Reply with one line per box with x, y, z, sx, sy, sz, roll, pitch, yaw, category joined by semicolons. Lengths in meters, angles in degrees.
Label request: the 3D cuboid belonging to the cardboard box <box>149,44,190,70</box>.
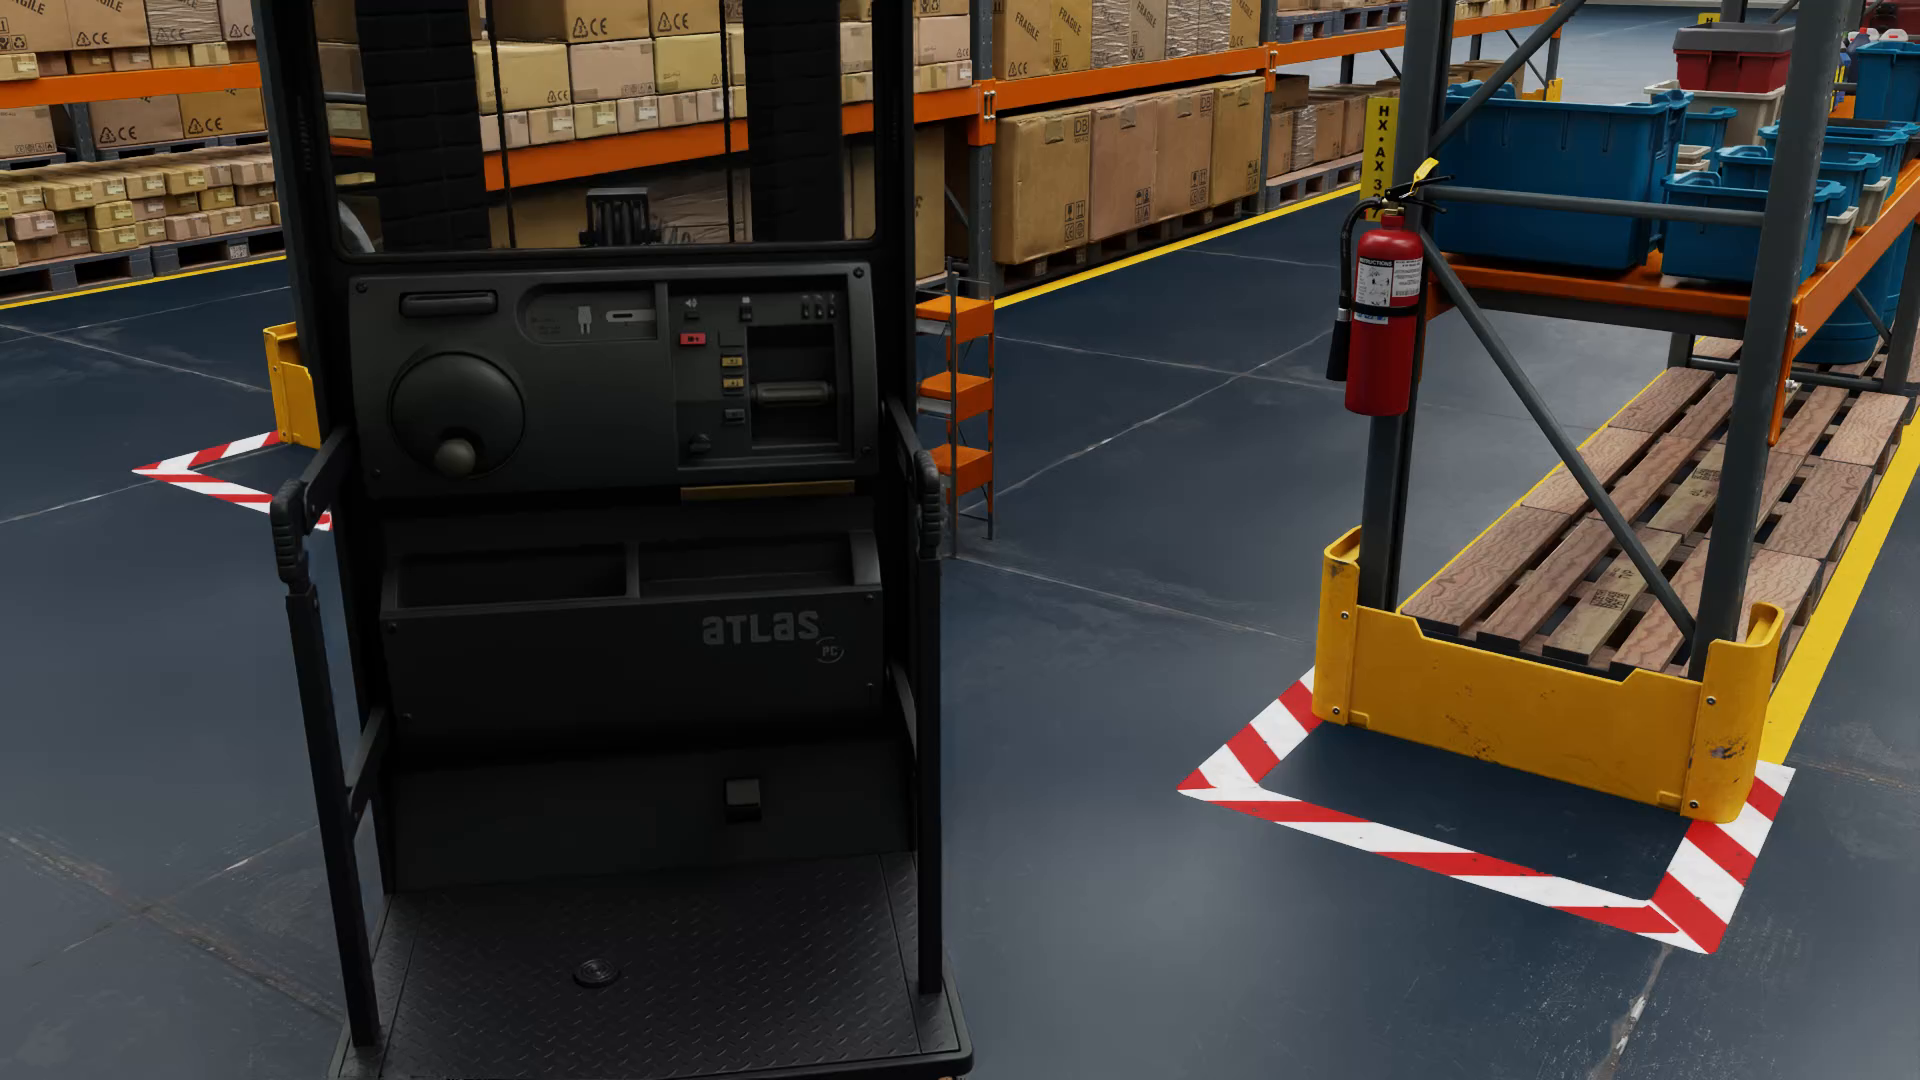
-5.261;-3.170;10.872;0.380;0.149;0.250;14;25;34;cardboard box

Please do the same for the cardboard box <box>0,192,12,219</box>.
-5.974;-2.024;10.059;0.380;0.149;0.250;12;23;29;cardboard box

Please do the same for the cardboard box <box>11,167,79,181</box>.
-6.034;-2.363;10.976;0.380;0.149;0.250;12;24;30;cardboard box

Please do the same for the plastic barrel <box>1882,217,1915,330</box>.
4.559;-1.555;8.564;0.600;0.901;0.708;13;24;32;plastic barrel

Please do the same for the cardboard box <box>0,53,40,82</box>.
-5.792;-2.860;10.035;0.380;0.149;0.250;12;24;30;cardboard box

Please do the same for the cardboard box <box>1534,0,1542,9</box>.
6.262;-6.002;18.529;0.380;0.149;0.250;13;24;32;cardboard box

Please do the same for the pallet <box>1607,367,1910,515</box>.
3.460;-0.460;7.204;1.003;0.211;1.213;13;24;32;pallet

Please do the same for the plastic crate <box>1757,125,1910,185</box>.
2.744;-1.173;5.266;0.416;0.233;0.300;13;24;32;plastic crate

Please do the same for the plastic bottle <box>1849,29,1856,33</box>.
5.356;-2.933;10.038;0.061;0.283;0.133;13;24;32;plastic bottle

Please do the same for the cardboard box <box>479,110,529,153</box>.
-2.031;-1.724;6.965;0.380;0.149;0.250;14;24;32;cardboard box

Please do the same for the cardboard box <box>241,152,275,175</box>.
-4.816;-2.626;11.686;0.380;0.149;0.250;12;23;29;cardboard box

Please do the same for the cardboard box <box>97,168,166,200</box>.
-5.436;-2.339;10.910;0.380;0.149;0.250;14;25;34;cardboard box

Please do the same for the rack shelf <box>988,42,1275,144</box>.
0.869;-3.189;11.599;1.077;0.370;4.000;13;24;32;rack shelf

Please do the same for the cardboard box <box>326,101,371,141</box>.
-2.576;-1.853;7.313;0.380;0.149;0.250;14;24;33;cardboard box

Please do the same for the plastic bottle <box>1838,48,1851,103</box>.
4.604;-2.438;8.717;0.097;0.271;0.097;0;20;0;plastic bottle

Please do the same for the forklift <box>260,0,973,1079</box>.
-0.584;-0.290;2.823;1.130;2.935;3.031;-3;21;-8;forklift

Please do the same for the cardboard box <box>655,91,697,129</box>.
-1.455;-2.019;7.763;0.380;0.149;0.250;13;24;31;cardboard box

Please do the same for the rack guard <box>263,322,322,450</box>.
-2.517;-0.625;7.235;1.175;0.500;0.348;13;24;32;rack guard

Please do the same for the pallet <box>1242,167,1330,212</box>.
2.434;-3.016;14.114;1.003;0.211;1.213;13;24;32;pallet

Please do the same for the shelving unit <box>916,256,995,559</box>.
-0.030;-0.477;6.041;0.215;1.050;0.252;13;24;32;shelving unit

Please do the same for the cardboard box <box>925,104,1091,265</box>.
0.088;-2.340;10.725;1.225;0.875;0.875;13;24;32;cardboard box

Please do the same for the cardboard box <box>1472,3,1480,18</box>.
5.013;-5.353;16.774;0.380;0.149;0.250;13;24;32;cardboard box

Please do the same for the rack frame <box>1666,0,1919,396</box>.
3.841;-1.986;7.311;1.000;3.000;0.127;13;24;32;rack frame

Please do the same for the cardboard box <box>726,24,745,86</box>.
-1.150;-2.403;8.226;0.500;0.250;0.500;13;24;31;cardboard box

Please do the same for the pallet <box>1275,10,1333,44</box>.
2.306;-4.235;13.667;1.213;0.211;1.003;13;24;32;pallet

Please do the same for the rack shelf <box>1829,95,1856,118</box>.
4.965;-2.223;8.987;1.077;0.370;4.000;13;24;32;rack shelf

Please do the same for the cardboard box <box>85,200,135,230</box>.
-5.543;-2.108;10.715;0.380;0.149;0.250;14;25;33;cardboard box

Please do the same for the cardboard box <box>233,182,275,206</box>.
-5.009;-2.432;11.592;0.380;0.149;0.250;12;23;29;cardboard box

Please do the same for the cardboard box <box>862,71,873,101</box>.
-0.589;-2.462;8.958;0.380;0.149;0.250;14;24;33;cardboard box

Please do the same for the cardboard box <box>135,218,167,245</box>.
-5.478;-2.056;11.003;0.380;0.149;0.250;13;24;32;cardboard box

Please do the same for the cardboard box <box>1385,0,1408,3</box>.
3.679;-5.525;15.408;1.000;1.000;1.000;13;24;32;cardboard box

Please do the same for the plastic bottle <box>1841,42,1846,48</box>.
4.799;-2.617;9.194;0.152;0.276;0.135;13;24;32;plastic bottle

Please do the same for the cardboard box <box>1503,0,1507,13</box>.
5.547;-5.646;17.568;0.380;0.149;0.250;13;24;32;cardboard box

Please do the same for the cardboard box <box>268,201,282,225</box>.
-4.821;-2.332;11.751;0.380;0.149;0.250;13;24;32;cardboard box

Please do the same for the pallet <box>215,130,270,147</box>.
-7.395;-4.165;17.219;1.003;0.211;1.213;13;24;32;pallet

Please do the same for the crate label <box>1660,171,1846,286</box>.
2.003;-0.795;4.245;0.416;0.233;0.303;13;24;32;crate label

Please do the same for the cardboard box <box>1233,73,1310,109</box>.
2.635;-3.838;14.205;0.500;0.250;0.500;17;26;38;cardboard box

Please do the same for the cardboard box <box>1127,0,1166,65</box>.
1.060;-3.520;11.312;0.500;0.500;0.500;14;24;33;cardboard box

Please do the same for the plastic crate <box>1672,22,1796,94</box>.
3.132;-1.837;6.729;0.402;0.464;0.583;13;24;32;plastic crate

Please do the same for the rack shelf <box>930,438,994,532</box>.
-0.030;-0.206;6.141;0.215;0.259;0.240;13;24;32;rack shelf

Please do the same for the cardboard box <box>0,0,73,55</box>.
-5.788;-3.221;10.075;0.500;0.500;0.500;13;24;32;cardboard box

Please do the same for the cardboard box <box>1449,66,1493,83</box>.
5.450;-4.890;18.158;0.500;0.500;0.500;16;26;37;cardboard box

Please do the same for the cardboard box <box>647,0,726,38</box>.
-1.443;-2.604;7.687;0.500;0.500;0.500;13;24;30;cardboard box

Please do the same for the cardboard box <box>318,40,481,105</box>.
-2.451;-2.064;7.310;0.500;0.250;0.500;13;24;31;cardboard box

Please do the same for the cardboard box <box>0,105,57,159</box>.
-8.893;-3.721;15.088;0.875;0.438;0.875;13;24;31;cardboard box

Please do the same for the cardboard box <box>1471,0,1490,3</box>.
4.856;-5.688;16.745;0.875;0.500;0.500;13;24;32;cardboard box

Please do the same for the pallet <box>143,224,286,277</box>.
-5.334;-2.090;11.610;1.003;0.211;1.213;13;24;32;pallet

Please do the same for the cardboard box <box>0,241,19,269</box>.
-5.990;-1.749;10.172;0.380;0.149;0.250;14;24;33;cardboard box

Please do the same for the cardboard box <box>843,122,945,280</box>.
-0.692;-1.979;9.748;0.875;0.875;0.875;13;24;32;cardboard box

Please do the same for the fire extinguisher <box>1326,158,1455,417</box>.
1.132;-0.673;4.409;0.296;0.674;0.183;13;24;32;fire extinguisher

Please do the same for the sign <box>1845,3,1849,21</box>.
5.631;-3.316;10.670;0.100;0.325;0.005;13;24;32;sign

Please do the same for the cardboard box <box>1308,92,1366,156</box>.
3.281;-3.816;15.226;0.700;0.500;0.500;11;23;27;cardboard box

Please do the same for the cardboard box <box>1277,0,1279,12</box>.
2.264;-4.506;13.375;0.500;0.500;0.500;10;23;25;cardboard box

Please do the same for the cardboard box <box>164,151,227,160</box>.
-5.394;-2.649;11.748;0.380;0.149;0.250;12;24;30;cardboard box

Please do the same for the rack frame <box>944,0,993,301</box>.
-0.255;-2.952;9.922;1.000;3.000;0.127;13;24;32;rack frame

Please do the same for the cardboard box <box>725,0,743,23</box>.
-1.308;-2.996;8.746;0.500;0.500;0.500;12;24;30;cardboard box
